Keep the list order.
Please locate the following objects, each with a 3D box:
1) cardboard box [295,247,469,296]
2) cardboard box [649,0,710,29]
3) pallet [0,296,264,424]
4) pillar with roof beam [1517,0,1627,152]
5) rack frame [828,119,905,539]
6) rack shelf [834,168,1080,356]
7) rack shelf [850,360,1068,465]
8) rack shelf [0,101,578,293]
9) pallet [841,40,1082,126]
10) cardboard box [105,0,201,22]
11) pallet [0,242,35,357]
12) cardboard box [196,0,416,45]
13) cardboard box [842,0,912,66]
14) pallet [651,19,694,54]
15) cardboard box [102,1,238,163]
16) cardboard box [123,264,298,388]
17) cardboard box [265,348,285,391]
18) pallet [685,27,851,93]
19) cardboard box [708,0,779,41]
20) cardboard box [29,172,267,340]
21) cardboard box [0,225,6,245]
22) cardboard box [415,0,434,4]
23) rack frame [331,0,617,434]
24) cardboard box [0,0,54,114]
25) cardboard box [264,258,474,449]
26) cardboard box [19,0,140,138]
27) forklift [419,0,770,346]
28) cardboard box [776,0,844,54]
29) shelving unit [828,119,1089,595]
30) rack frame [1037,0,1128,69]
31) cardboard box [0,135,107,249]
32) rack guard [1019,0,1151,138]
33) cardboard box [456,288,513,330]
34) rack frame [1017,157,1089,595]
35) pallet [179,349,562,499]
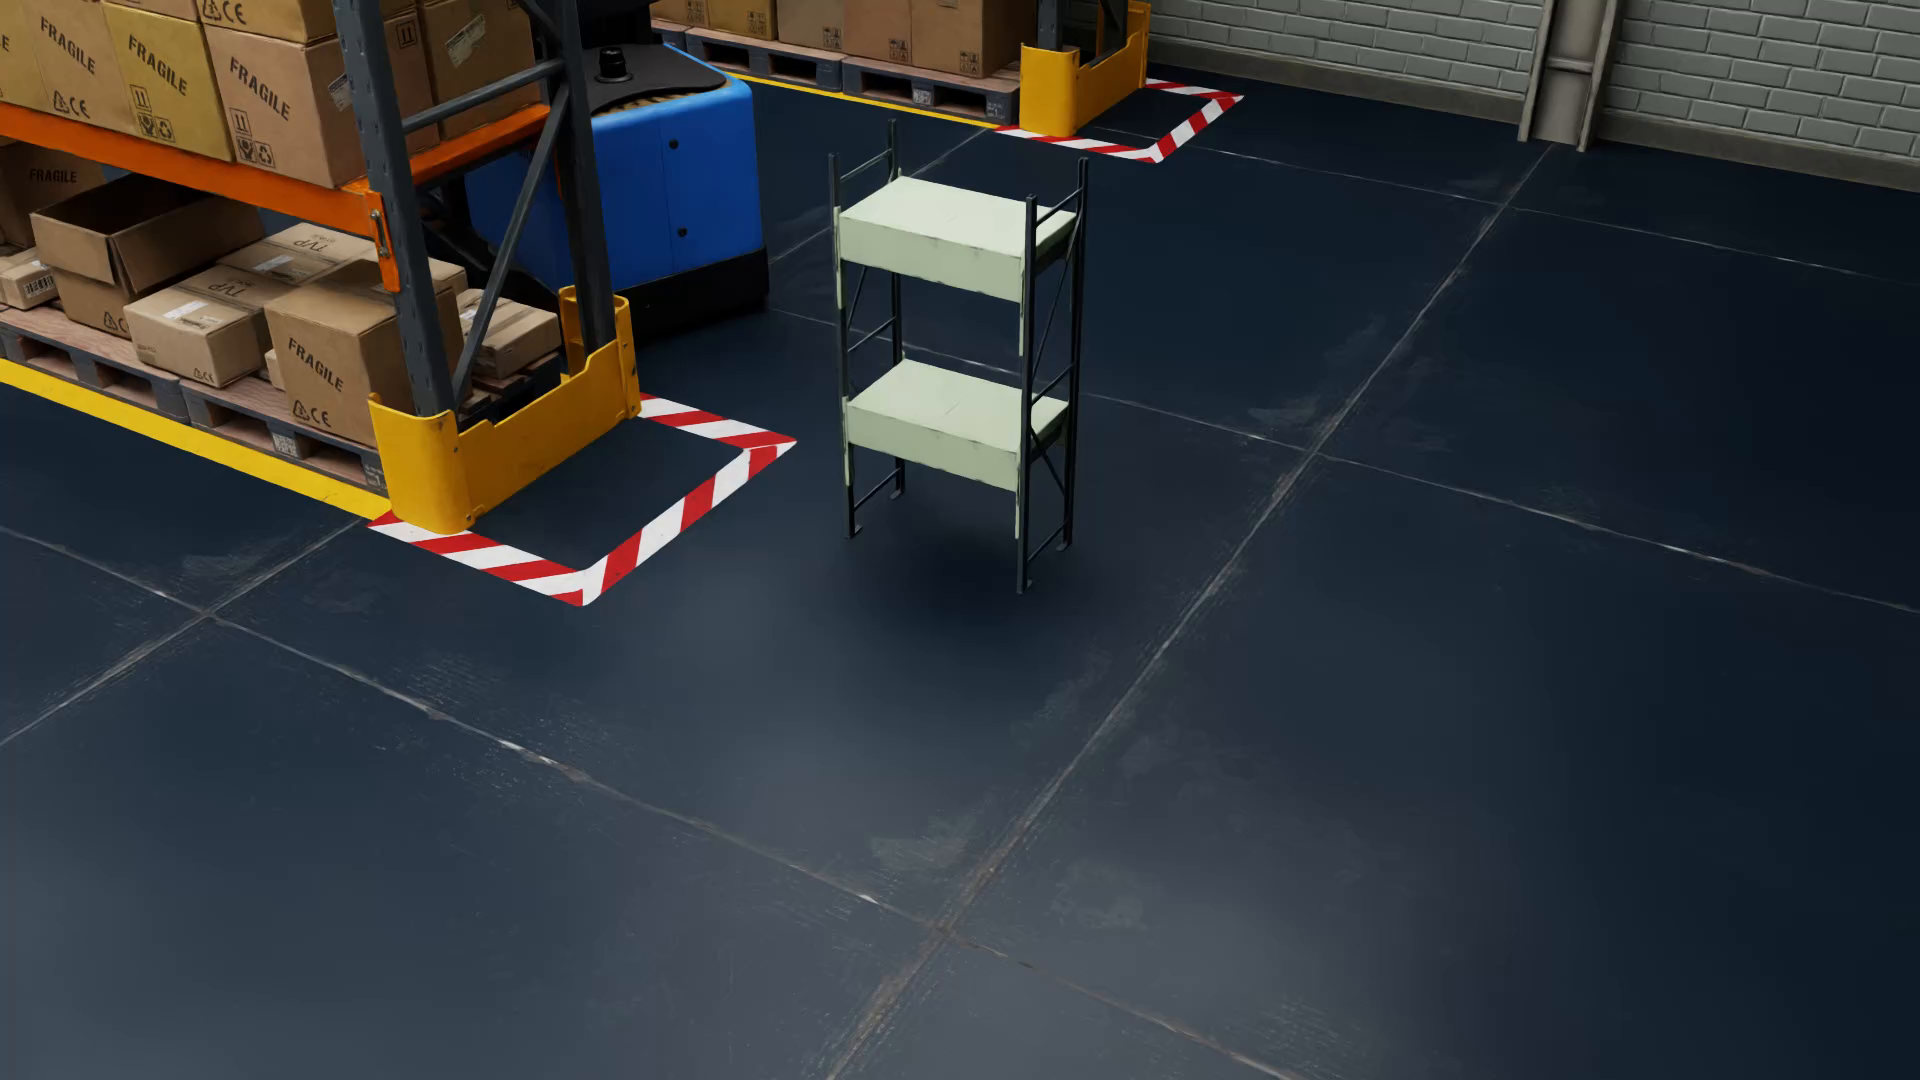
[{"bbox_3d":[-2.471,-1.023,7.164,0.500,0.250,0.500,18,37,24],"label":"cardboard box"},{"bbox_3d":[-1.691,-3.785,11.104,0.500,0.500,0.700,17,37,24],"label":"cardboard box"},{"bbox_3d":[-3.519,-0.976,7.525,1.213,0.211,1.003,18,37,24],"label":"pallet"},{"bbox_3d":[1.387,-4.045,4.205,0.400,9.000,9.100,18,37,24],"label":"pillar with roof beam"},{"bbox_3d":[-0.324,-0.727,5.988,0.023,1.500,0.400,18,37,24],"label":"rack frame"},{"bbox_3d":[-0.006,-0.951,5.621,0.720,0.370,0.431,18,37,24],"label":"rack shelf"},{"bbox_3d":[-0.006,-0.436,5.964,0.686,0.124,0.368,18,37,24],"label":"rack shelf"},{"bbox_3d":[-3.442,-1.811,6.913,4.000,0.370,1.077,18,37,24],"label":"rack shelf"},{"bbox_3d":[0.016,-2.967,10.515,1.213,0.211,1.003,18,37,24],"label":"pallet"},{"bbox_3d":[-2.667,-2.147,5.776,0.500,0.500,0.500,19,38,26],"label":"cardboard box"},{"bbox_3d":[-4.582,-1.311,8.028,1.213,0.211,1.003,18,37,24],"label":"pallet"},{"bbox_3d":[-2.228,-2.009,5.568,0.500,0.500,0.500,17,37,24],"label":"cardboard box"},{"bbox_3d":[-0.343,-3.362,10.469,0.500,0.500,0.700,17,37,24],"label":"cardboard box"},{"bbox_3d":[-2.102,-3.638,11.523,1.213,0.211,1.003,18,37,24],"label":"pallet"},{"bbox_3d":[-2.681,-1.736,6.060,0.500,0.500,0.500,18,38,25],"label":"cardboard box"},{"bbox_3d":[-3.110,-0.906,6.988,0.500,0.250,0.500,18,37,24],"label":"cardboard box"},{"bbox_3d":[-2.607,-0.750,6.830,0.250,0.166,0.380,18,37,24],"label":"cardboard box"},{"bbox_3d":[-1.039,-3.303,11.020,1.213,0.211,1.003,18,37,24],"label":"pallet"},{"bbox_3d":[-1.246,-3.643,10.891,0.500,0.500,0.700,18,38,25],"label":"cardboard box"},{"bbox_3d":[-3.545,-1.291,7.337,0.637,0.503,0.797,18,37,24],"label":"cardboard box"},{"bbox_3d":[-4.921,-1.505,7.833,0.500,0.311,0.500,18,37,24],"label":"cardboard box"},{"bbox_3d":[-1.960,-2.267,5.956,0.500,0.500,0.500,19,38,26],"label":"cardboard box"},{"bbox_3d":[-1.705,-1.561,5.888,0.127,3.000,1.000,18,37,24],"label":"rack frame"},{"bbox_3d":[-3.549,-2.014,6.478,0.500,0.500,0.500,17,37,24],"label":"cardboard box"},{"bbox_3d":[-2.300,-0.734,6.505,0.500,0.500,0.500,18,37,24],"label":"cardboard box"},{"bbox_3d":[-3.112,-1.875,6.270,0.500,0.500,0.500,18,38,25],"label":"cardboard box"},{"bbox_3d":[-2.194,-2.823,7.845,1.130,2.935,3.031,-23,40,-30],"label":"forklift"},{"bbox_3d":[-0.780,-3.500,10.676,0.500,0.500,0.700,16,37,23],"label":"cardboard box"},{"bbox_3d":[-0.006,-0.626,5.837,0.755,1.500,0.431,18,37,24],"label":"shelving unit"},{"bbox_3d":[0.749,-3.946,9.469,0.127,3.000,1.000,18,37,24],"label":"rack frame"},{"bbox_3d":[-4.543,-1.783,8.080,0.500,0.500,0.500,18,37,24],"label":"cardboard box"},{"bbox_3d":[0.770,-2.899,10.152,0.348,0.500,1.175,18,37,24],"label":"rack guard"},{"bbox_3d":[-2.115,-0.914,7.075,0.250,0.166,0.380,18,37,24],"label":"cardboard box"},{"bbox_3d":[0.312,-0.525,5.686,0.023,1.500,0.400,18,37,24],"label":"rack frame"},{"bbox_3d":[-2.464,-0.640,7.020,1.213,0.211,1.003,18,37,24],"label":"pallet"}]
